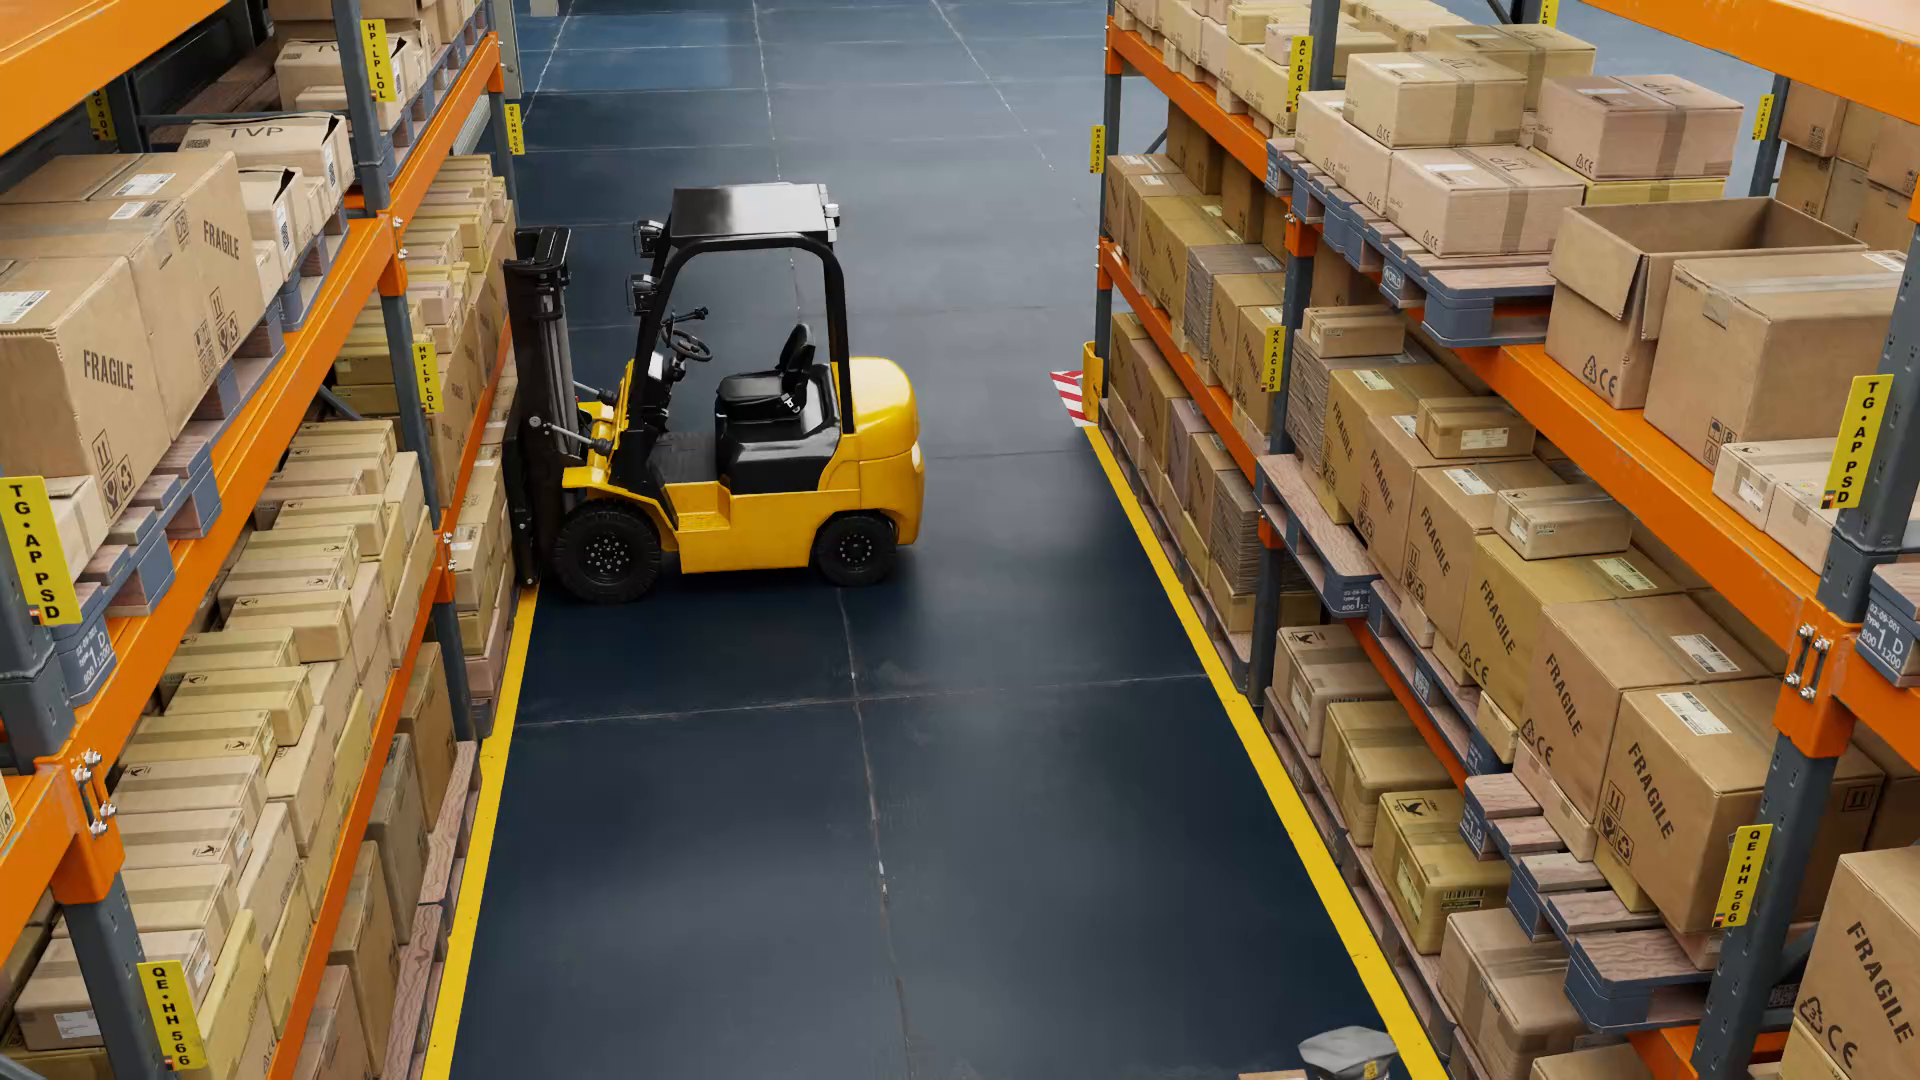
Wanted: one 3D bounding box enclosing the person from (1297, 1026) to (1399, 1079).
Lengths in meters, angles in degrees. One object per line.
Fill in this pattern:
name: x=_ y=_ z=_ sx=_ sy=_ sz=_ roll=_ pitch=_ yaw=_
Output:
person: x=1.072 y=2.080 z=4.533 sx=0.516 sy=1.653 sz=0.873 roll=-5 pitch=28 yaw=-9
